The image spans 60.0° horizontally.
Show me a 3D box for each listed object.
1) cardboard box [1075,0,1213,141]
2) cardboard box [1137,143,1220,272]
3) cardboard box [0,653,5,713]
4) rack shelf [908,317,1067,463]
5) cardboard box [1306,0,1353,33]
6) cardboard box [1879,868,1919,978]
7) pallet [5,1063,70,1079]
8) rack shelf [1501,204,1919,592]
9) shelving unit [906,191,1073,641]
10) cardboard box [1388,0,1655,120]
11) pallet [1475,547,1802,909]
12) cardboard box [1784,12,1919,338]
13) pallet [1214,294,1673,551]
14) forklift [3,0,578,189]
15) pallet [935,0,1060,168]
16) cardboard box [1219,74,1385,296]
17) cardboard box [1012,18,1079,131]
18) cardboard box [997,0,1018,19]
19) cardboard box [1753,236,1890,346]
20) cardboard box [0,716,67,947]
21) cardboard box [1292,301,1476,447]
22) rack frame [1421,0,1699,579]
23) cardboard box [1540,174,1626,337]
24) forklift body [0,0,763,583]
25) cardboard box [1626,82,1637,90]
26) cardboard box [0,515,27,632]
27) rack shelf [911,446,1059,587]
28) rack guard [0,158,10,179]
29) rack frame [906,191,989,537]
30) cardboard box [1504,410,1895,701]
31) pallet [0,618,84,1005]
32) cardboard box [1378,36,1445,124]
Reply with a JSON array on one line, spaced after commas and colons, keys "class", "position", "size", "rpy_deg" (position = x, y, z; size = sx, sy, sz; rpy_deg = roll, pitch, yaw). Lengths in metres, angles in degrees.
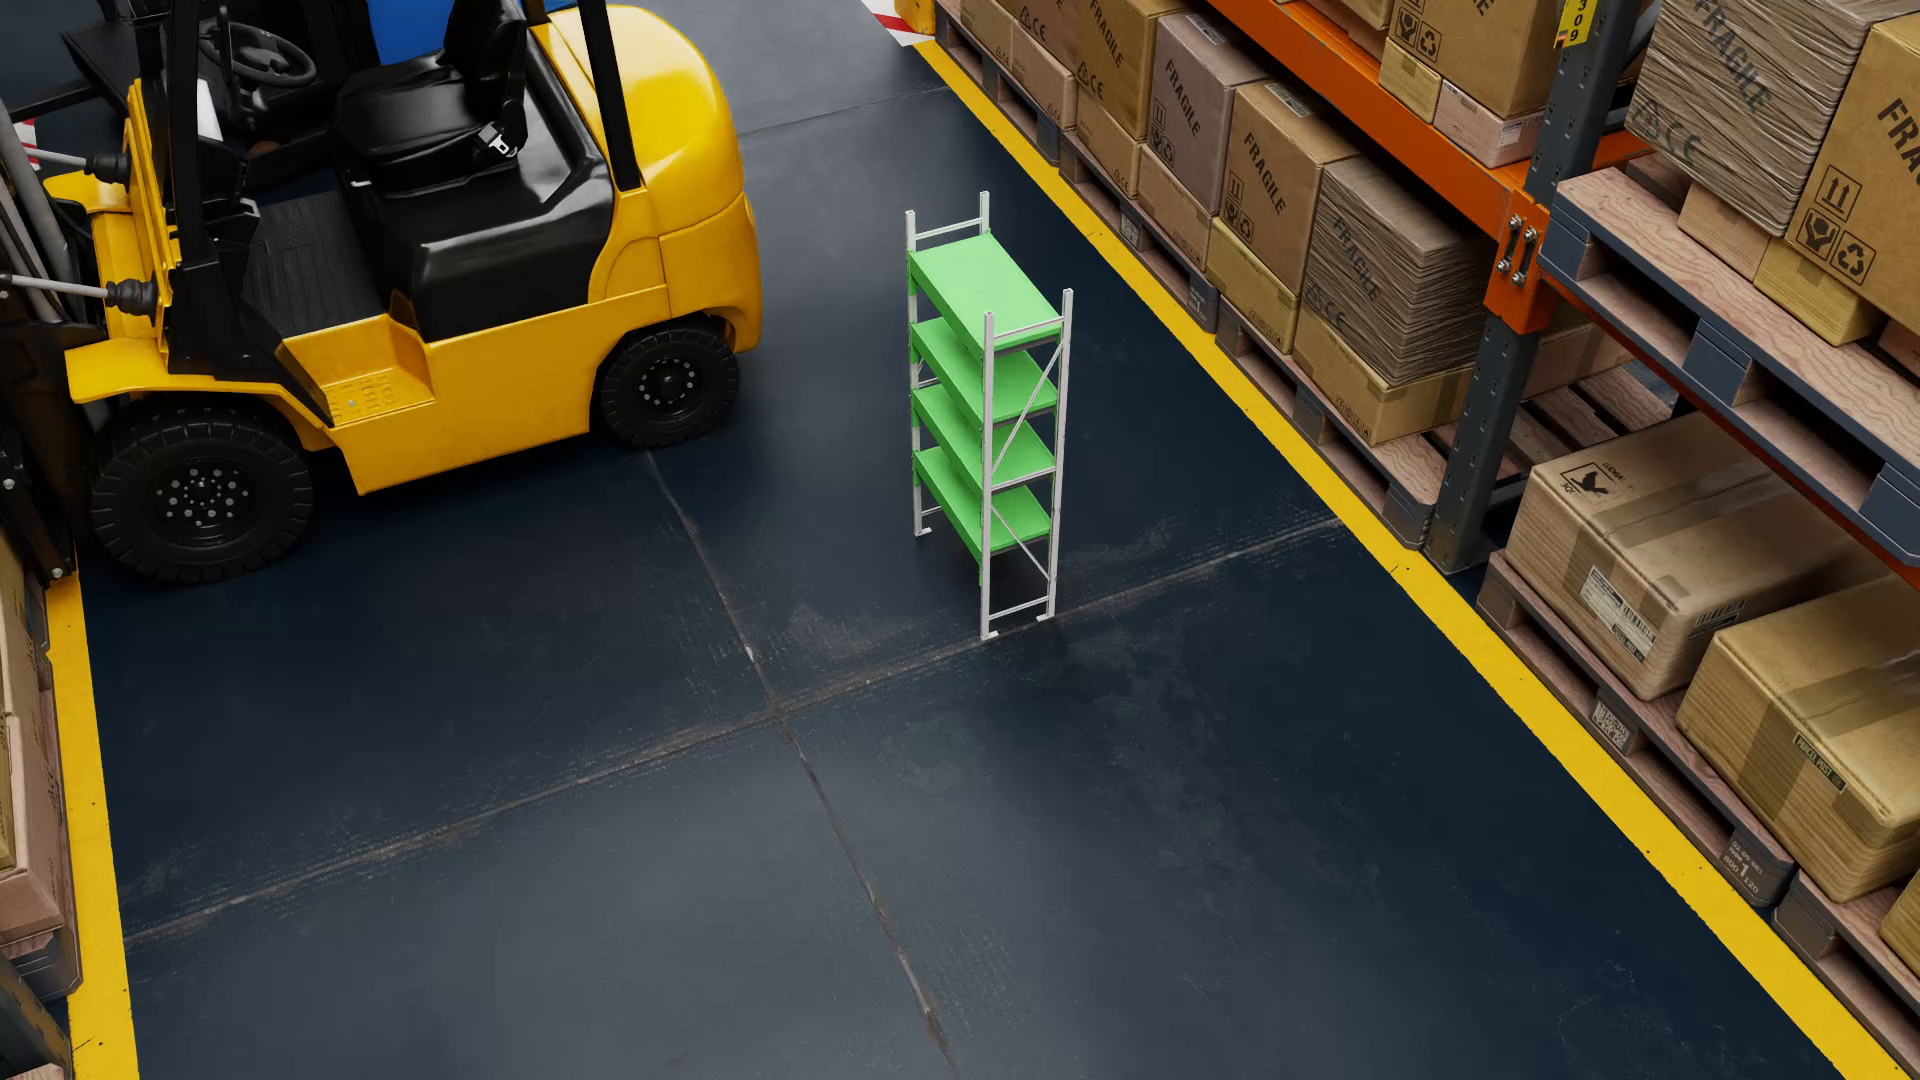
[{"class": "cardboard box", "position": [0.769, -1.859, 6.123], "size": [0.500, 0.500, 0.500], "rpy_deg": [-17, 47, -17]}, {"class": "cardboard box", "position": [0.990, -1.266, 6.056], "size": [0.500, 0.250, 0.500], "rpy_deg": [-17, 47, -17]}, {"class": "cardboard box", "position": [-2.714, 0.263, 4.150], "size": [0.500, 0.250, 0.500], "rpy_deg": [-18, 47, -18]}, {"class": "rack shelf", "position": [0.070, -0.447, 4.598], "size": [0.258, 0.148, 0.480], "rpy_deg": [-18, 47, -17]}, {"class": "cardboard box", "position": [1.271, -1.671, 4.986], "size": [0.380, 0.149, 0.250], "rpy_deg": [-19, 48, -18]}, {"class": "cardboard box", "position": [2.747, 0.883, 3.792], "size": [0.950, 0.372, 0.625], "rpy_deg": [-17, 47, -16]}, {"class": "pallet", "position": [-2.232, 1.782, 3.293], "size": [1.003, 0.211, 1.213], "rpy_deg": [-18, 47, -17]}, {"class": "rack shelf", "position": [2.766, 0.394, 3.227], "size": [1.077, 0.370, 4.000], "rpy_deg": [-18, 47, -17]}, {"class": "shelving unit", "position": [0.070, -0.322, 4.722], "size": [0.258, 1.200, 0.503], "rpy_deg": [-18, 47, -17]}, {"class": "cardboard box", "position": [1.512, -1.488, 4.339], "size": [0.500, 0.500, 0.500], "rpy_deg": [-19, 48, -18]}, {"class": "pallet", "position": [2.253, 0.352, 4.743], "size": [1.003, 0.211, 1.213], "rpy_deg": [-18, 47, -17]}, {"class": "cardboard box", "position": [2.073, -0.725, 3.267], "size": [0.500, 0.500, 0.500], "rpy_deg": [-18, 47, -17]}, {"class": "pallet", "position": [1.610, -0.561, 5.669], "size": [1.003, 0.211, 1.213], "rpy_deg": [-18, 47, -17]}, {"class": "forklift", "position": [-3.017, -2.811, 6.012], "size": [3.031, 2.935, 1.130], "rpy_deg": [-30, 52, -27]}, {"class": "pallet", "position": [0.584, -2.116, 7.245], "size": [1.003, 0.211, 1.213], "rpy_deg": [-18, 47, -17]}, {"class": "cardboard box", "position": [1.217, -1.196, 5.451], "size": [0.500, 0.500, 0.500], "rpy_deg": [-17, 47, -17]}, {"class": "cardboard box", "position": [0.539, -1.933, 6.732], "size": [0.500, 0.250, 0.500], "rpy_deg": [-16, 47, -16]}, {"class": "cardboard box", "position": [0.342, -2.512, 6.785], "size": [0.500, 0.500, 0.500], "rpy_deg": [-20, 48, -19]}, {"class": "cardboard box", "position": [1.967, -0.589, 3.591], "size": [0.380, 0.149, 0.250], "rpy_deg": [-17, 47, -17]}, {"class": "cardboard box", "position": [-2.480, 0.755, 4.008], "size": [0.500, 0.250, 0.500], "rpy_deg": [-18, 47, -17]}, {"class": "cardboard box", "position": [1.432, -0.605, 5.386], "size": [0.500, 0.250, 0.500], "rpy_deg": [-16, 47, -16]}, {"class": "rack frame", "position": [1.925, -1.136, 4.266], "size": [1.000, 3.000, 0.127], "rpy_deg": [-18, 47, -17]}, {"class": "cardboard box", "position": [1.922, -1.030, 5.283], "size": [0.500, 0.500, 0.500], "rpy_deg": [-16, 47, -16]}, {"class": "forklift body", "position": [-1.807, -1.245, 4.981], "size": [2.313, 2.155, 1.214], "rpy_deg": [-18, 47, -17]}, {"class": "cardboard box", "position": [2.083, -1.343, 4.654], "size": [0.380, 0.149, 0.250], "rpy_deg": [-18, 47, -18]}, {"class": "cardboard box", "position": [-2.938, 0.113, 4.658], "size": [0.500, 0.250, 0.500], "rpy_deg": [-17, 47, -17]}, {"class": "rack shelf", "position": [0.070, -0.105, 4.935], "size": [0.258, 0.148, 0.480], "rpy_deg": [-18, 47, -17]}, {"class": "rack guard", "position": [-4.269, -1.343, 6.255], "size": [1.175, 0.500, 0.348], "rpy_deg": [-18, 47, -17]}, {"class": "rack frame", "position": [-0.033, -0.477, 4.879], "size": [0.240, 1.200, 0.015], "rpy_deg": [-18, 47, -17]}, {"class": "cardboard box", "position": [2.148, -0.017, 4.704], "size": [0.950, 0.372, 0.625], "rpy_deg": [-17, 47, -17]}, {"class": "pallet", "position": [-2.874, 0.805, 4.284], "size": [1.003, 0.211, 1.213], "rpy_deg": [-18, 47, -17]}, {"class": "cardboard box", "position": [1.402, -1.319, 4.630], "size": [0.380, 0.149, 0.250], "rpy_deg": [-17, 47, -17]}]
